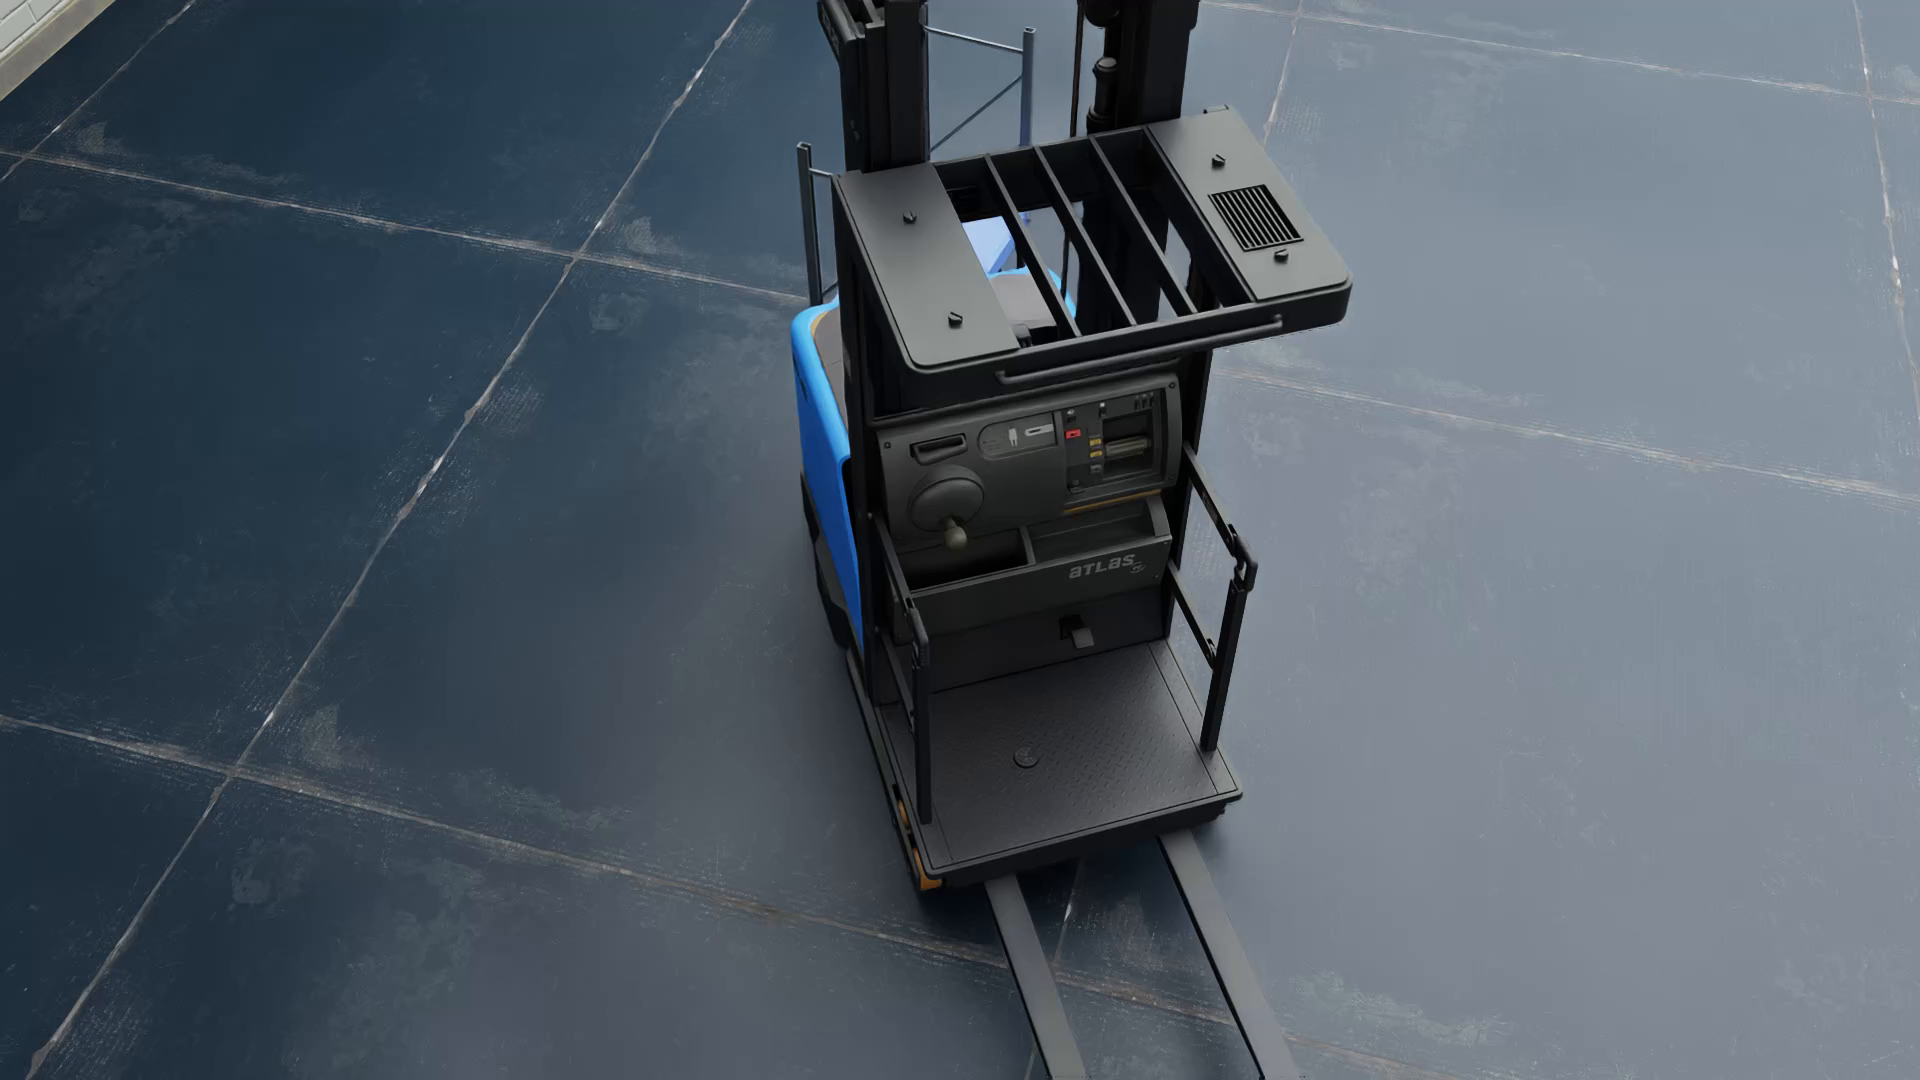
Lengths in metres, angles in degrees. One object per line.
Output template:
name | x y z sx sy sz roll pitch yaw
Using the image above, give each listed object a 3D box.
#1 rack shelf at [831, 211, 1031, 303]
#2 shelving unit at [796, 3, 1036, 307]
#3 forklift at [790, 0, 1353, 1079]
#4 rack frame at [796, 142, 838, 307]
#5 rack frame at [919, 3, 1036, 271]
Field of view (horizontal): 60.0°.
rack shelf | -0.143 -1.067 6.850 0.538 0.185 1.000 18 51 15
shelving unit | -0.143 -1.186 6.715 0.538 1.500 1.048 18 51 15
forklift | 0.282 -0.129 4.828 1.130 2.935 3.031 -13 50 -11
rack frame | -0.346 -0.836 6.407 0.500 1.500 0.032 18 51 15
rack frame | 0.059 -1.536 7.024 0.500 1.500 0.032 18 51 15
